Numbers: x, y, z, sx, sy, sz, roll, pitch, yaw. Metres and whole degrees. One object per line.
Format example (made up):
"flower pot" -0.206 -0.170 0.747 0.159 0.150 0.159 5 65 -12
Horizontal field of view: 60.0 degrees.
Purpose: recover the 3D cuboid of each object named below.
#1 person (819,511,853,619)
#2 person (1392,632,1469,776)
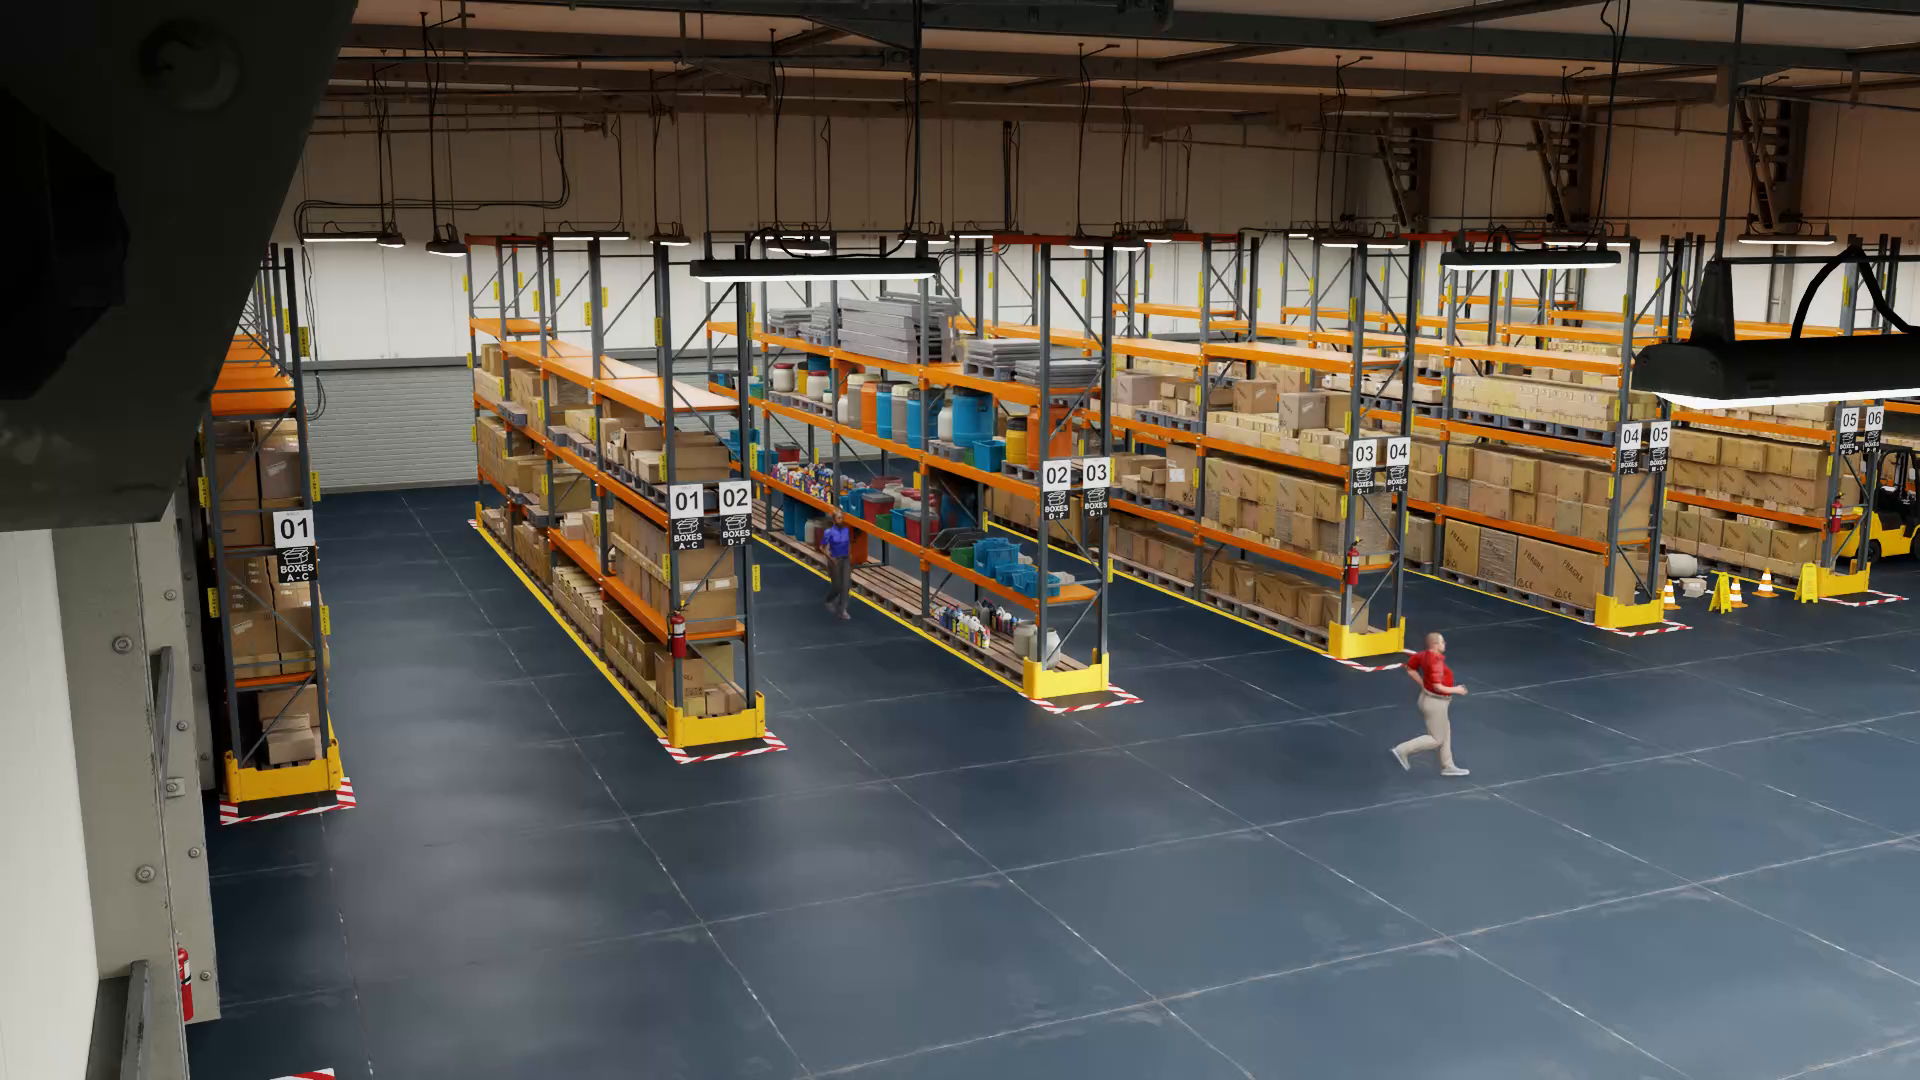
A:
"person" -1.849 0.372 25.437 0.593 1.622 0.657 -7 13 -33
"person" 5.373 1.880 18.907 0.945 1.695 0.665 -1 11 -4
